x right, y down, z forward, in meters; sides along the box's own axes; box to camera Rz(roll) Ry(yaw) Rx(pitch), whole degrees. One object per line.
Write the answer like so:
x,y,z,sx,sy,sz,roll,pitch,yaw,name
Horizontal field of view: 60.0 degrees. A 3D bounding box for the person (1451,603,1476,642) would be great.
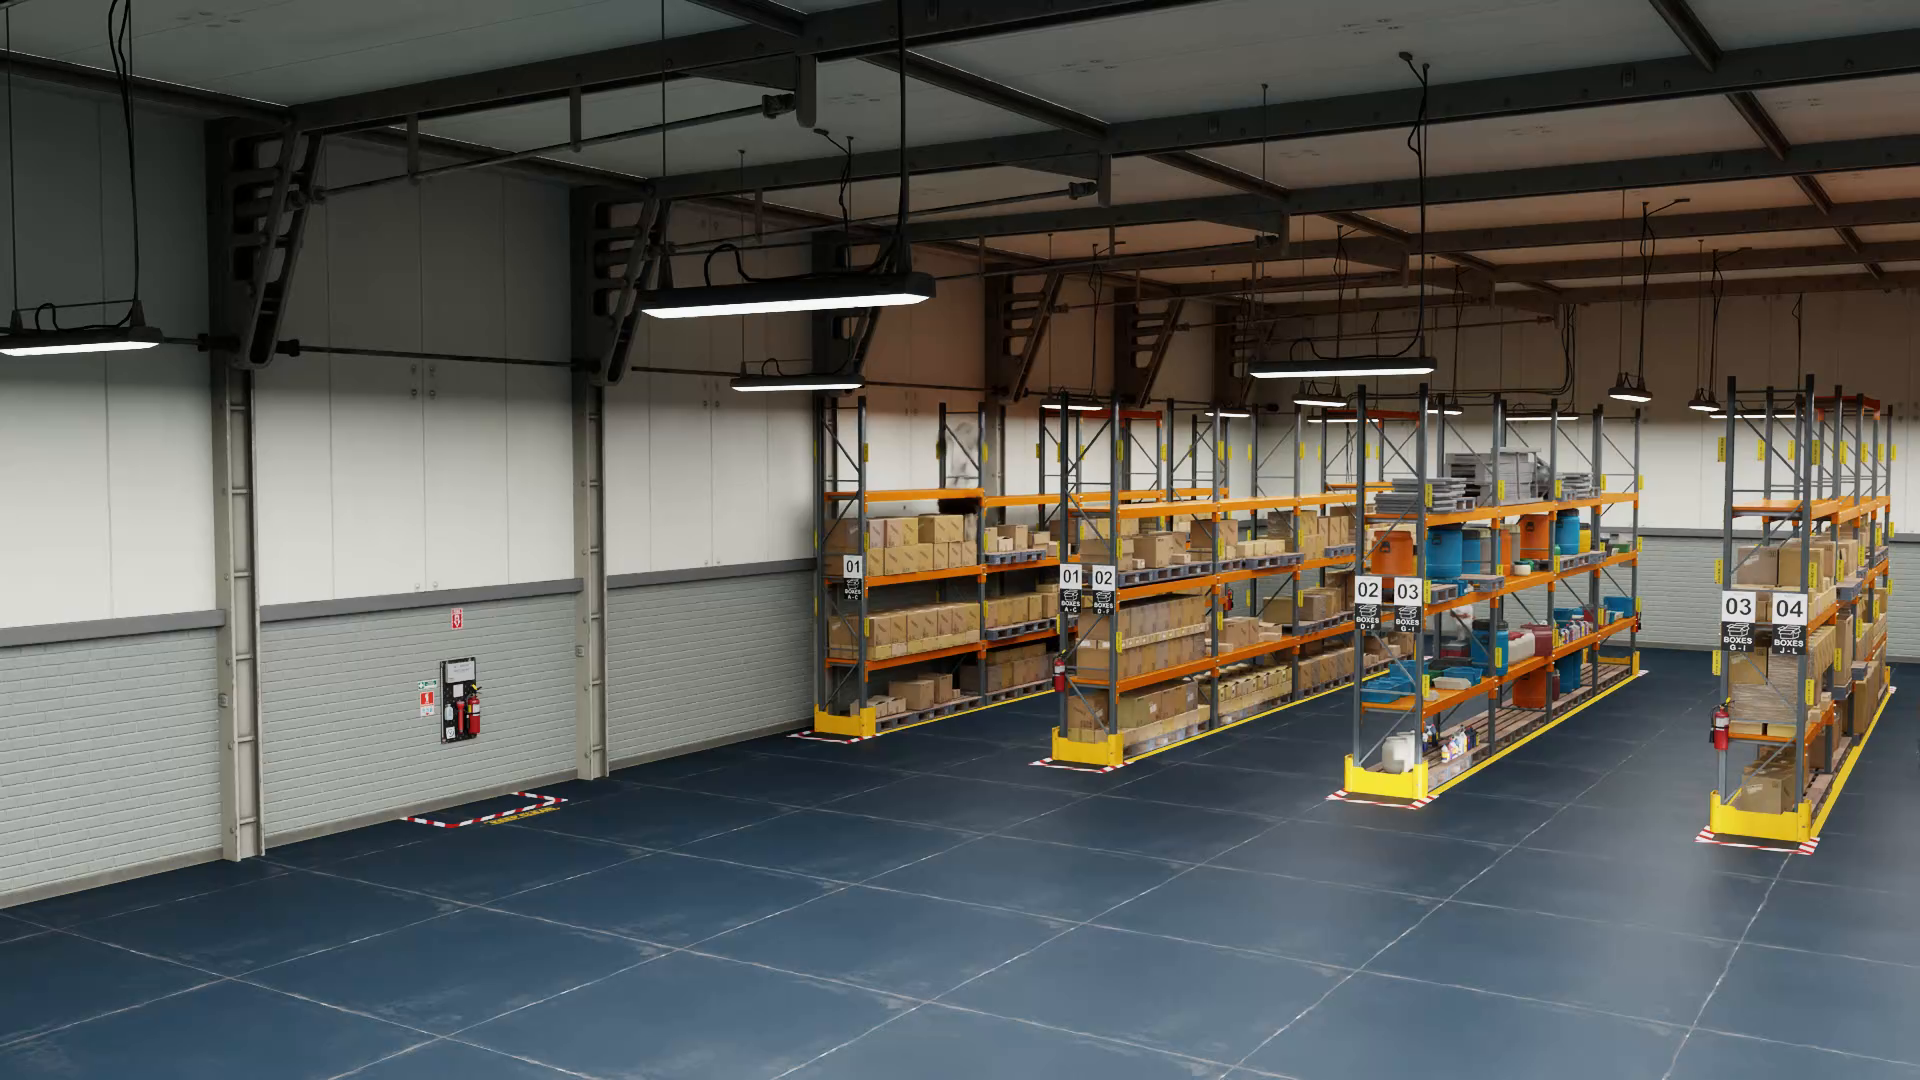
12.082,2.019,39.776,0.709,1.738,0.982,-1,3,-15,person
